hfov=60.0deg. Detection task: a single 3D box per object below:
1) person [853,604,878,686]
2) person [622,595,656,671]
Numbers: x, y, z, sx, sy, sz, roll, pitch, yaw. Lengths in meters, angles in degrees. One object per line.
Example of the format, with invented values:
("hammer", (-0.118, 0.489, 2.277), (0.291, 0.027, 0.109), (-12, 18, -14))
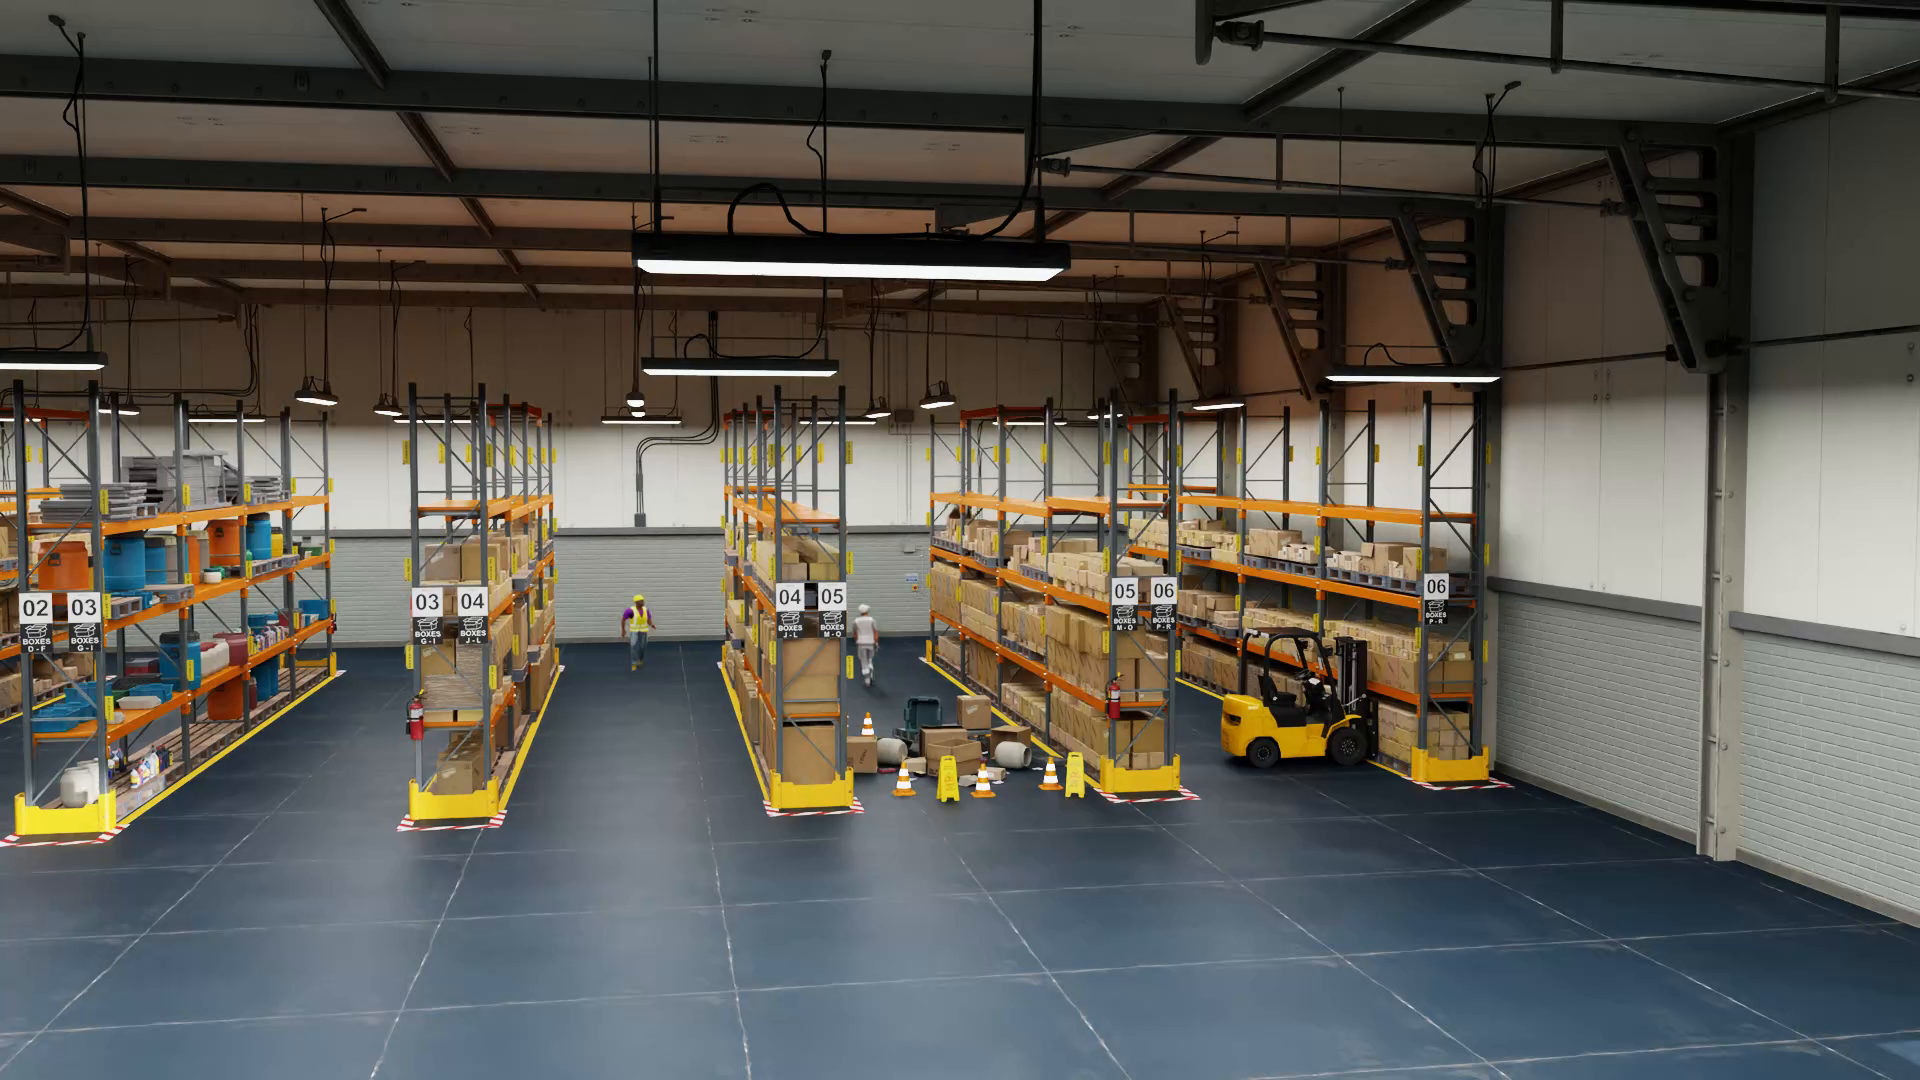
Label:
("person", (-2.080, 2.284, 36.024), (0.522, 1.812, 0.618), (-1, 3, -23))
("person", (-7.546, 2.113, 39.127), (0.800, 1.640, 1.001), (0, 3, -9))
